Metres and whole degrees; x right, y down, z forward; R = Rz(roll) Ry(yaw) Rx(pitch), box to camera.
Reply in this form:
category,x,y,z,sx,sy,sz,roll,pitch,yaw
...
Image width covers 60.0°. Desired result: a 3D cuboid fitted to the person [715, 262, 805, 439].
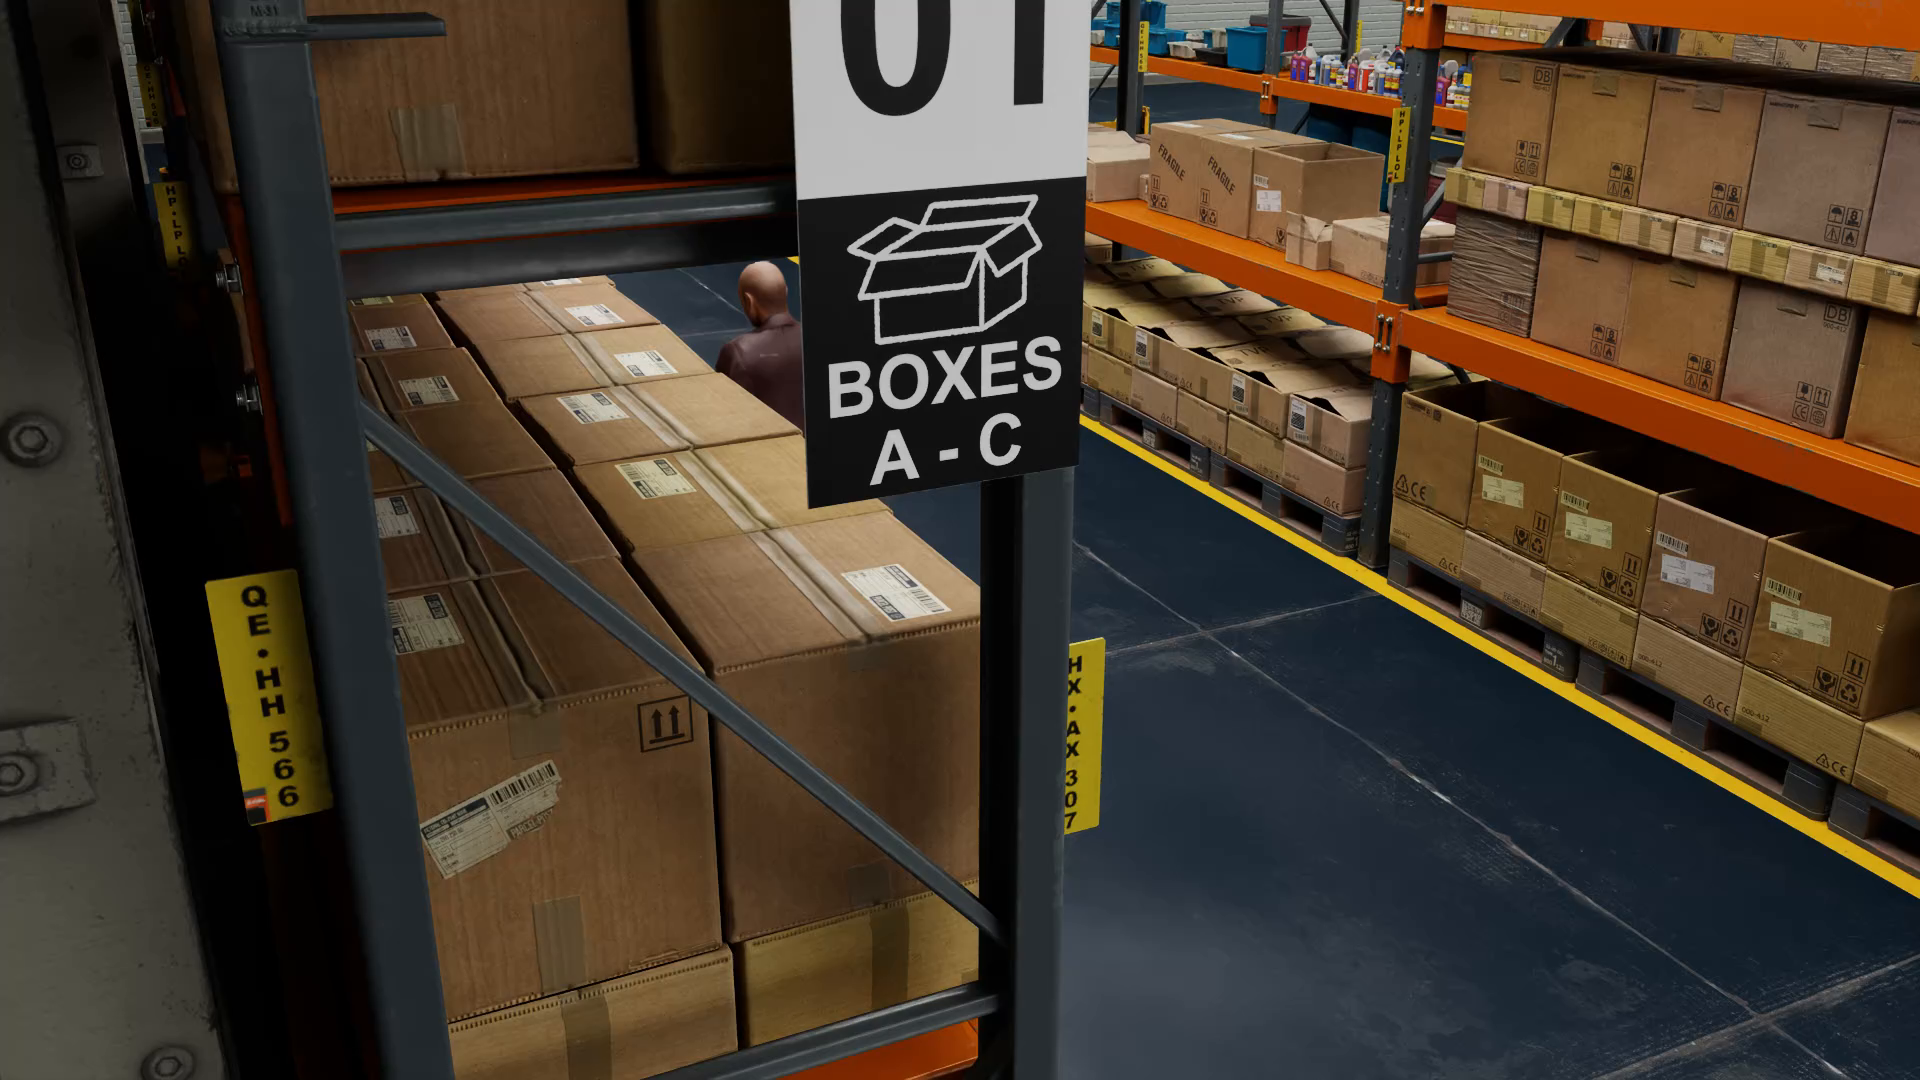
category,x,y,z,sx,sy,sz,roll,pitch,yaw
person,-0.764,-0.256,6.775,0.562,1.769,0.376,-17,27,-36
